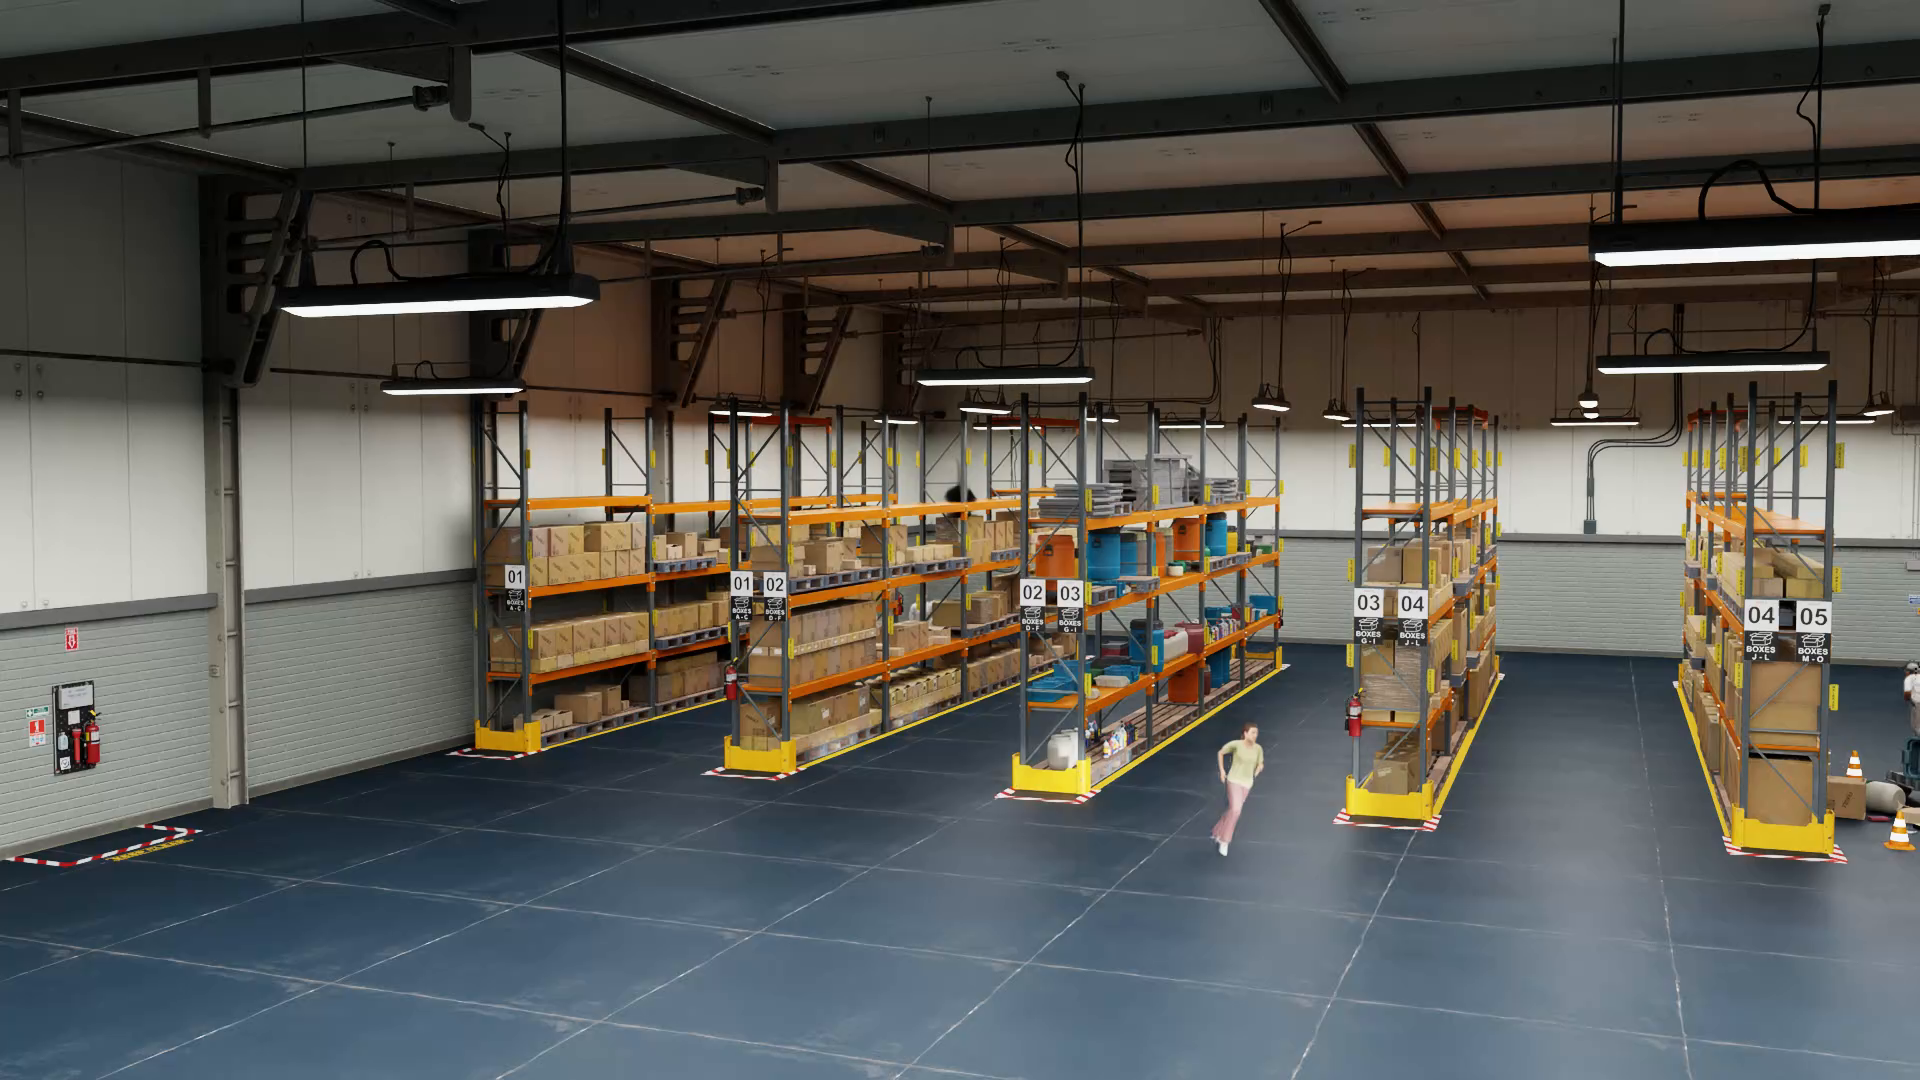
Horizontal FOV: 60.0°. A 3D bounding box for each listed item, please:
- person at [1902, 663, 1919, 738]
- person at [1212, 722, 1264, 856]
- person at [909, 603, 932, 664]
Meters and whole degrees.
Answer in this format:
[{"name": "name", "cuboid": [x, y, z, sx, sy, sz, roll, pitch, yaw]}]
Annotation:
[{"name": "person", "cuboid": [16.527, 2.877, 28.526, 0.639, 1.492, 0.789, 0, 3, -5]}, {"name": "person", "cuboid": [3.531, 3.141, 21.277, 0.717, 1.640, 0.737, -1, 3, -20]}, {"name": "person", "cuboid": [-0.917, 2.174, 40.683, 0.714, 1.713, 0.645, 0, 3, 4]}]
